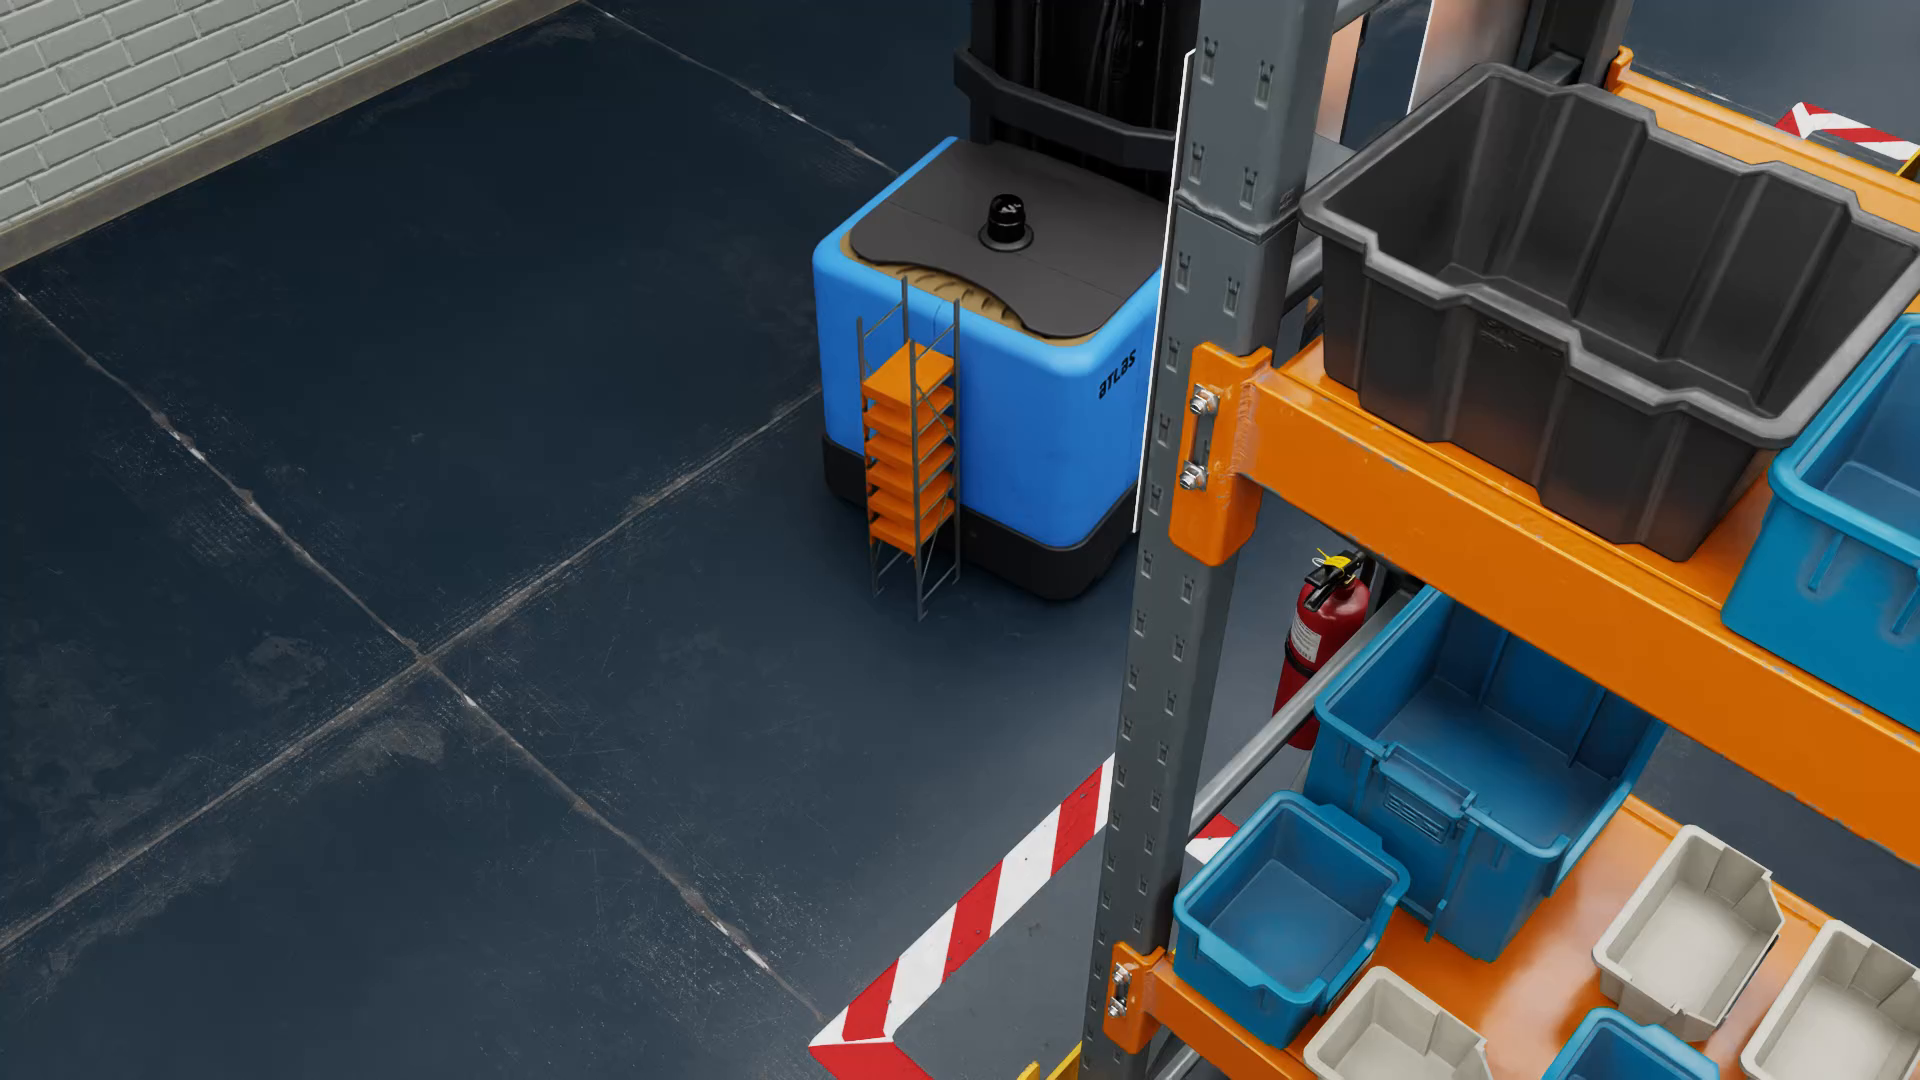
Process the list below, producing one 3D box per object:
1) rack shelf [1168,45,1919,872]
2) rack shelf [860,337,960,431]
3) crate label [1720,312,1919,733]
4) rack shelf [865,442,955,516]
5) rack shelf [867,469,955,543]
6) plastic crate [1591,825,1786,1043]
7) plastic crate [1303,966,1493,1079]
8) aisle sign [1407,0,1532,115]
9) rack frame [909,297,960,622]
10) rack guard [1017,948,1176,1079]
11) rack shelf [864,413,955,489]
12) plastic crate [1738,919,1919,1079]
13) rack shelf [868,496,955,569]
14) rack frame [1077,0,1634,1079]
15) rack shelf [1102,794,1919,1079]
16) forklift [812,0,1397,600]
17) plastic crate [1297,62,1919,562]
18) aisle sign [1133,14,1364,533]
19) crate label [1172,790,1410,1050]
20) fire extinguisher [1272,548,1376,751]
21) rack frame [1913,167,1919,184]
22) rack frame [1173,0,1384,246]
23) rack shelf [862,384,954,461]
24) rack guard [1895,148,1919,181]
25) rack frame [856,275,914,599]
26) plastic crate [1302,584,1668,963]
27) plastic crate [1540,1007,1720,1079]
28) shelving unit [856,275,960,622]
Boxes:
[{"bbox_3d":[2.115,0.589,1.575,4.000,0.370,1.077,34,55,28],"label":"rack shelf"},{"bbox_3d":[-0.147,-0.464,4.929,0.180,0.103,0.258,26,52,23],"label":"rack shelf"},{"bbox_3d":[1.104,0.034,1.705,0.502,0.251,0.408,34,55,28],"label":"crate label"},{"bbox_3d":[-0.146,-0.218,5.192,0.180,0.103,0.258,26,52,23],"label":"rack shelf"},{"bbox_3d":[-0.146,-0.136,5.280,0.180,0.103,0.258,26,52,23],"label":"rack shelf"},{"bbox_3d":[1.367,0.757,3.122,0.243,0.136,0.396,34,55,28],"label":"plastic crate"},{"bbox_3d":[0.783,0.952,2.939,0.298,0.136,0.250,34,55,28],"label":"plastic crate"},{"bbox_3d":[0.791,-0.702,2.568,0.004,0.787,0.394,34,55,28],"label":"aisle sign"},{"bbox_3d":[-0.071,-0.211,5.124,0.006,1.200,0.240,26,52,23],"label":"rack frame"},{"bbox_3d":[0.618,1.231,4.251,0.348,0.500,1.175,34,55,28],"label":"rack guard"},{"bbox_3d":[-0.146,-0.300,5.104,0.180,0.103,0.258,26,52,23],"label":"rack shelf"},{"bbox_3d":[1.570,0.908,2.980,0.243,0.136,0.396,34,55,28],"label":"plastic crate"},{"bbox_3d":[-0.146,-0.054,5.368,0.180,0.103,0.258,26,52,23],"label":"rack shelf"},{"bbox_3d":[0.645,0.381,3.335,0.127,3.000,1.000,34,55,28],"label":"rack frame"},{"bbox_3d":[2.115,1.616,2.669,4.000,0.370,1.077,34,55,28],"label":"rack shelf"},{"bbox_3d":[0.770,-1.853,5.480,1.130,2.935,3.031,26,52,23],"label":"forklift"},{"bbox_3d":[0.739,-0.262,1.970,0.590,0.269,0.497,34,55,28],"label":"plastic crate"},{"bbox_3d":[0.390,-0.386,2.271,0.004,0.787,0.394,34,55,28],"label":"aisle sign"},{"bbox_3d":[0.603,0.716,3.094,0.303,0.233,0.416,34,55,28],"label":"crate label"},{"bbox_3d":[0.842,0.217,3.798,0.183,0.674,0.296,34,55,28],"label":"fire extinguisher"},{"bbox_3d":[4.004,-2.273,5.826,0.127,3.000,1.000,34,55,28],"label":"rack frame"},{"bbox_3d":[0.645,-1.673,1.148,0.127,3.000,1.000,34,55,28],"label":"rack frame"},{"bbox_3d":[-0.147,-0.382,5.017,0.180,0.103,0.258,26,52,23],"label":"rack shelf"},{"bbox_3d":[3.986,-1.429,6.749,0.348,0.500,1.175,34,55,28],"label":"rack guard"},{"bbox_3d":[-0.222,-0.286,5.195,0.006,1.200,0.240,26,52,23],"label":"rack frame"},{"bbox_3d":[1.018,0.413,3.239,0.499,0.435,0.616,34,55,28],"label":"plastic crate"},{"bbox_3d":[1.087,1.041,2.788,0.300,0.233,0.416,34,55,28],"label":"plastic crate"},{"bbox_3d":[-0.146,-0.248,5.160,0.189,1.200,0.258,26,52,23],"label":"shelving unit"}]
